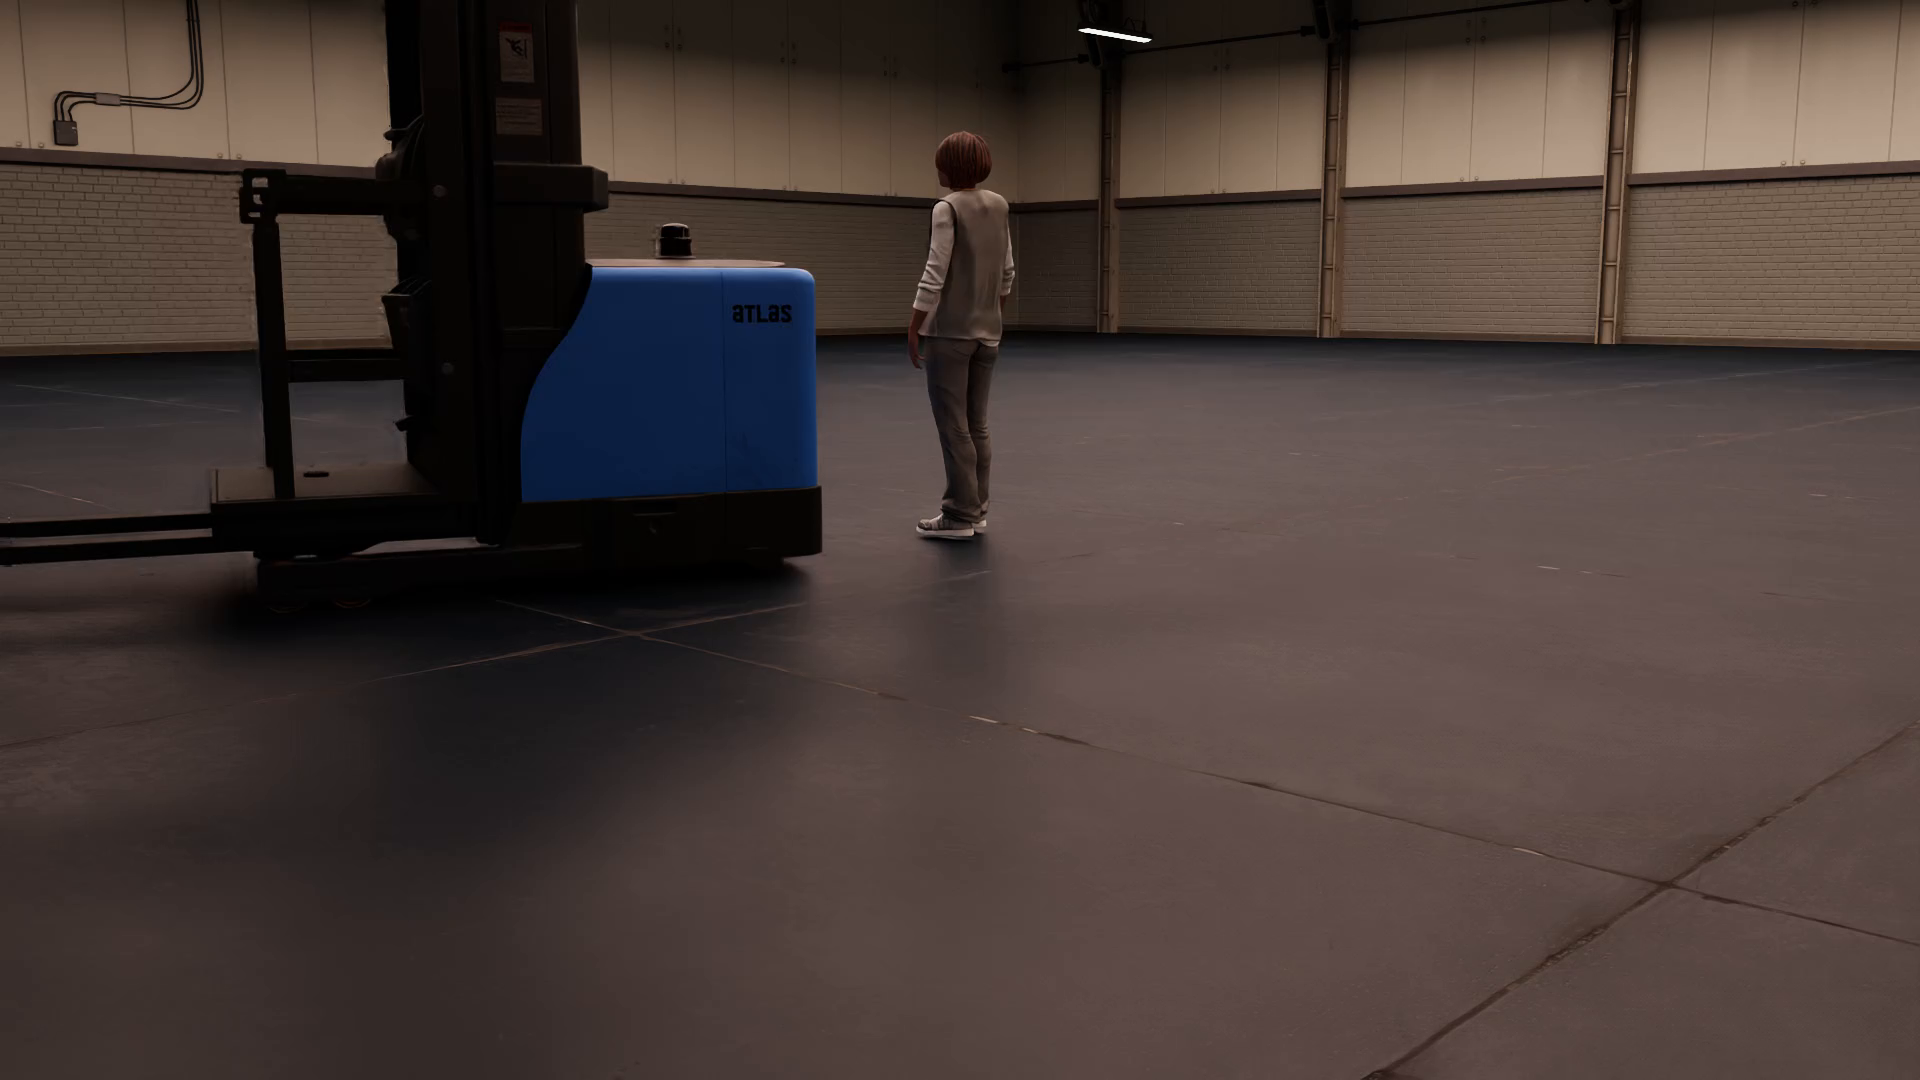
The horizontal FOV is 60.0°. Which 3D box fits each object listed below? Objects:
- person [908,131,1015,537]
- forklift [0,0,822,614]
[{"bbox_3d":[-0.044,-0.760,6.666,0.472,1.508,0.520,8,12,43],"label":"person"},{"bbox_3d":[-2.057,-1.308,5.560,3.031,2.935,1.130,-4,9,-24],"label":"forklift"}]
